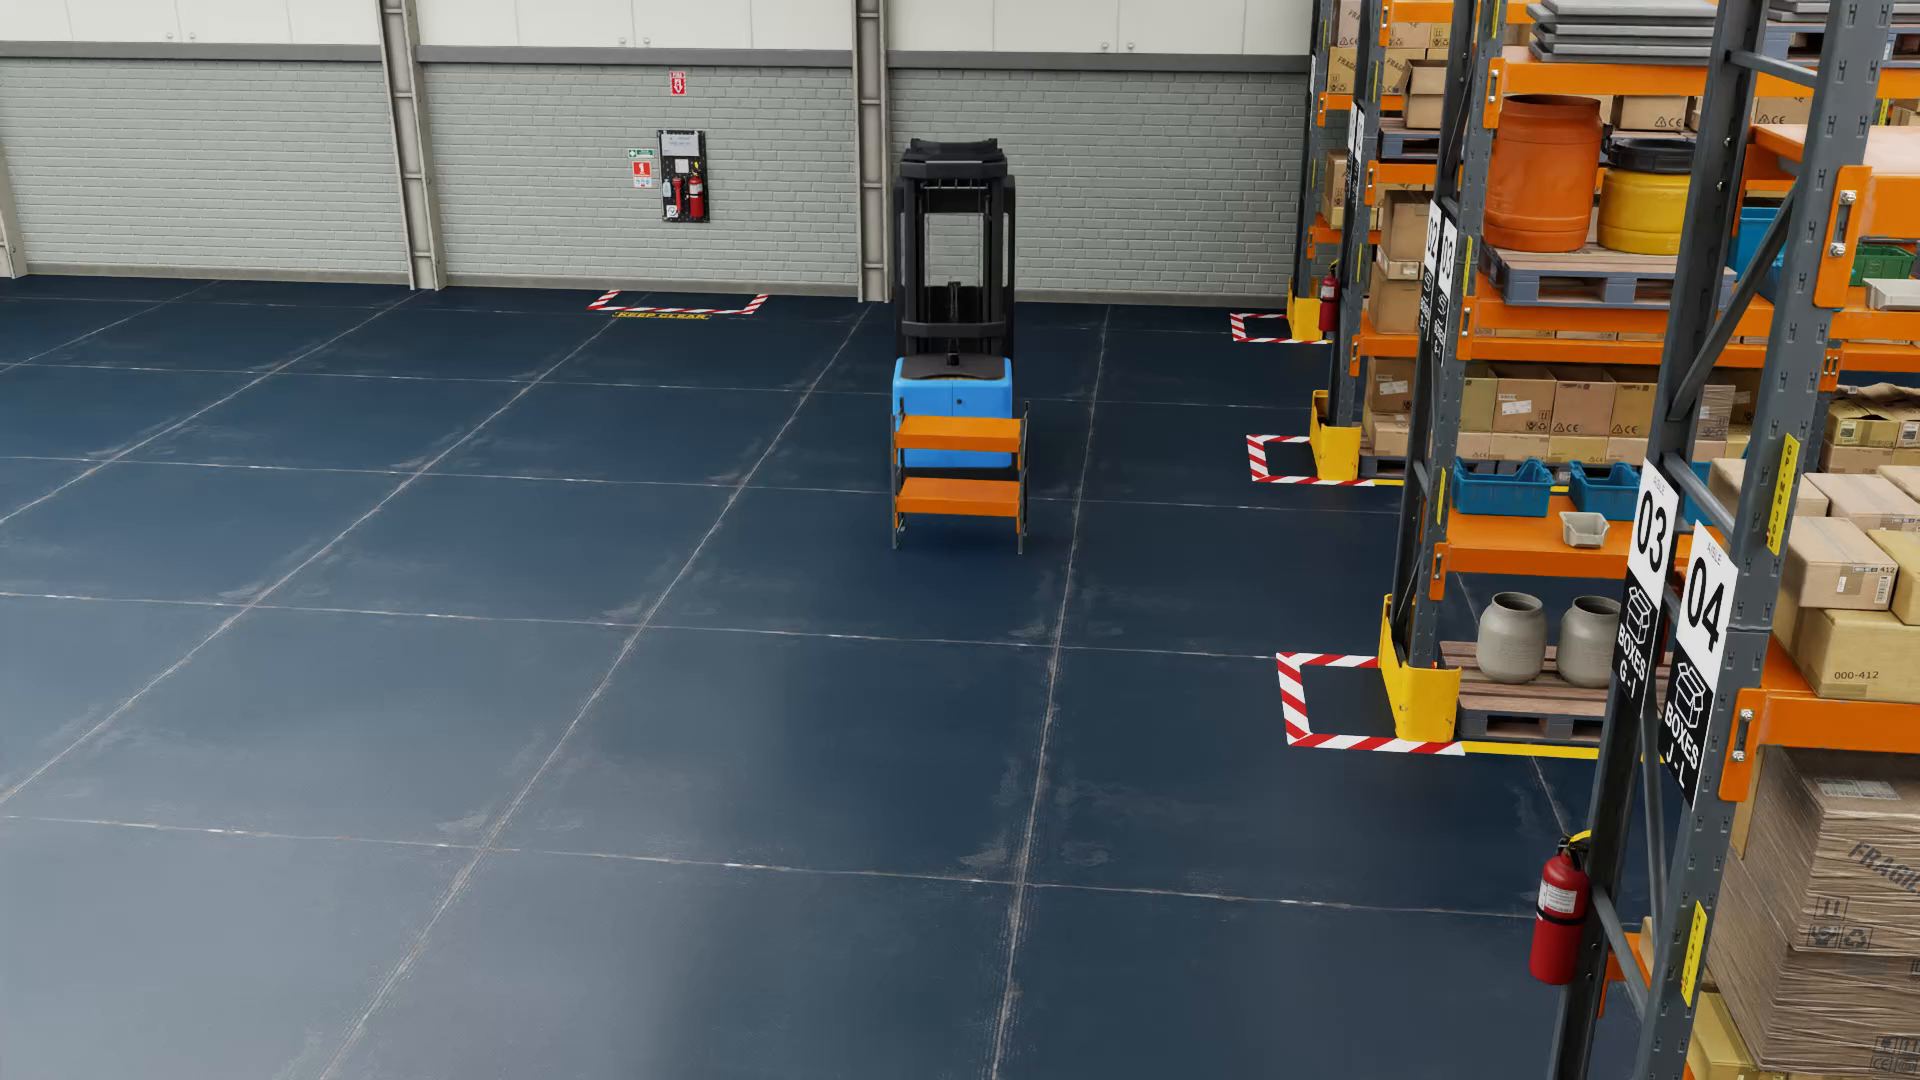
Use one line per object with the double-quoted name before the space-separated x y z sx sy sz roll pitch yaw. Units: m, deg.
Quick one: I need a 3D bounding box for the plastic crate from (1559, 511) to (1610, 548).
"plastic crate" 3.755 -0.052 10.009 0.250 0.136 0.298 2 22 6

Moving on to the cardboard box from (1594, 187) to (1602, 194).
"cardboard box" 7.040 -3.990 18.768 0.500 0.500 0.500 2 22 6

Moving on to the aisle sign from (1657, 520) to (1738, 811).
"aisle sign" 2.224 0.376 5.033 0.004 0.787 0.394 2 22 6

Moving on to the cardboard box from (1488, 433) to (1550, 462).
"cardboard box" 4.990 -0.909 14.987 0.500 0.250 0.500 2 22 6

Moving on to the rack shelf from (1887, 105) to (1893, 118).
"rack shelf" 10.028 -4.748 18.429 4.000 0.370 1.077 2 22 6

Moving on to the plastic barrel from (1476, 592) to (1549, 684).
"plastic barrel" 3.567 0.632 10.734 0.421 0.512 0.421 0 22 0

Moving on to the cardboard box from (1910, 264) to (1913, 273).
"cardboard box" 10.735 -3.052 19.021 0.500 0.250 0.500 3 22 7

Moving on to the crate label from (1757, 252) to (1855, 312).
"crate label" 4.724 -1.455 9.321 0.408 0.251 0.502 2 22 6

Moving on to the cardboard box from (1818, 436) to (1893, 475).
"cardboard box" 7.834 -0.774 14.647 0.500 0.250 0.500 2 22 5

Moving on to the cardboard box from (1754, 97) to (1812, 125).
"cardboard box" 6.994 -3.786 14.117 0.500 0.500 0.500 4 22 11

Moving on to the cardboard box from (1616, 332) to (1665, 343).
"cardboard box" 5.999 -2.073 14.626 0.500 0.500 0.700 3 22 7

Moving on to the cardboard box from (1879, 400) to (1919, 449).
"cardboard box" 8.340 -1.011 14.482 0.500 0.311 0.500 2 22 6

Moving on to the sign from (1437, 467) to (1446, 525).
"sign" 2.835 -0.258 9.797 0.005 0.325 0.100 2 22 6

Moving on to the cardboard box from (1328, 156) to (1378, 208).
"cardboard box" 4.509 -4.105 19.061 0.500 0.500 0.500 3 22 6

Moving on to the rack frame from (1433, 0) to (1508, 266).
"rack frame" 2.904 -3.120 9.252 0.127 3.000 1.000 2 22 6

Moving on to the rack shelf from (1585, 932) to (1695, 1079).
"rack shelf" 4.307 1.899 5.695 4.000 0.370 1.077 2 22 6

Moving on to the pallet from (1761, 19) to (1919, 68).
"pallet" 4.839 -2.751 9.119 1.213 0.211 1.003 2 22 6

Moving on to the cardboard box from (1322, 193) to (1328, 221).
"cardboard box" 4.557 -3.938 19.656 0.500 0.250 0.500 3 22 7

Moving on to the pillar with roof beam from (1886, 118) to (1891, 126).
"pillar with roof beam" 10.319 -5.191 14.491 0.400 9.000 9.100 2 22 6

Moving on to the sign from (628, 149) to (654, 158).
"sign" -4.074 -4.935 21.232 0.331 0.109 0.001 2 22 6

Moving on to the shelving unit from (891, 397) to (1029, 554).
"shelving unit" 0.007 -0.523 13.392 1.048 1.125 0.538 2 22 6

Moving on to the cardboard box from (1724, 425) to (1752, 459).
"cardboard box" 6.977 -0.822 14.769 0.500 0.250 0.500 2 22 6

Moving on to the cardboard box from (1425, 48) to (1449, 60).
"cardboard box" 5.418 -5.235 18.519 0.500 0.500 0.500 4 22 9

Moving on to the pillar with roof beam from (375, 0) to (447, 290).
"pillar with roof beam" -7.556 -5.970 16.461 0.400 9.000 9.100 2 22 6

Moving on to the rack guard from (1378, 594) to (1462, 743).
"rack guard" 2.985 0.818 10.850 0.348 0.500 1.175 2 22 6

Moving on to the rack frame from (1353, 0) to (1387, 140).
"rack frame" 3.491 -4.929 13.826 0.127 3.000 1.000 2 22 6

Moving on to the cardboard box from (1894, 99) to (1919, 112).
"cardboard box" 8.071 -3.794 13.649 0.500 0.500 0.500 3 22 7

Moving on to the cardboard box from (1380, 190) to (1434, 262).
"cardboard box" 4.005 -2.761 14.604 0.500 0.500 0.700 3 22 6

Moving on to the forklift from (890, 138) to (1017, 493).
"forklift" -0.046 -2.250 15.305 1.130 2.935 3.031 0 22 1

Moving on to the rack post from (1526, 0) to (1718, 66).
"rack post" 3.640 -2.809 9.144 0.954 0.300 0.937 5 22 12

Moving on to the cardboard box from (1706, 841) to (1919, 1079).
"cardboard box" 2.864 1.327 5.623 0.500 0.500 0.875 2 22 6

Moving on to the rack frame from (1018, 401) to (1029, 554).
"rack frame" 0.512 -0.501 13.336 0.032 1.125 0.500 2 22 6

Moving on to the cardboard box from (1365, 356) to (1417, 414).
"cardboard box" 4.058 -1.489 15.436 0.500 0.500 0.500 2 22 6

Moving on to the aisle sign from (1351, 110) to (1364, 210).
"aisle sign" 3.389 -3.239 14.176 0.004 0.787 0.394 2 22 6

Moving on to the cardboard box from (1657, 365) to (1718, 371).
"cardboard box" 6.542 -1.384 15.169 0.500 0.500 0.500 2 22 6

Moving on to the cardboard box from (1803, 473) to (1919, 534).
"cardboard box" 2.878 -0.080 5.305 0.250 0.149 0.380 2 22 5

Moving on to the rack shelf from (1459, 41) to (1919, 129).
"rack shelf" 4.890 -2.513 9.239 4.000 0.370 1.077 2 22 6

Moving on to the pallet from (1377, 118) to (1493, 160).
"pallet" 4.190 -3.452 14.293 1.213 0.211 1.003 2 22 6

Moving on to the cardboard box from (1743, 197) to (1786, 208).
"cardboard box" 7.022 -2.632 14.277 0.500 0.500 0.700 3 22 7

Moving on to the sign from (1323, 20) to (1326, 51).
"sign" 4.006 -5.551 18.291 0.005 0.325 0.100 2 22 6

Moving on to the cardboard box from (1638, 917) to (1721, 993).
"cardboard box" 2.628 1.532 5.987 0.250 0.149 0.380 2 22 6

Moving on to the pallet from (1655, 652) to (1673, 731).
"pallet" 4.999 1.043 10.673 1.213 0.211 1.003 2 22 6

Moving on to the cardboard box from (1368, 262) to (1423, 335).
"cardboard box" 3.953 -2.160 14.848 0.500 0.500 0.700 3 22 6

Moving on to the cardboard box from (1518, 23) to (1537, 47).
"cardboard box" 6.447 -5.651 18.212 0.500 0.500 0.500 2 22 4

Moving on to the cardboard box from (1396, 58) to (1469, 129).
"cardboard box" 4.061 -3.816 14.189 0.637 0.503 0.797 4 22 10

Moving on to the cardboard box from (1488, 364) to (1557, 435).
"cardboard box" 4.992 -1.262 14.860 0.500 0.500 0.500 2 22 6

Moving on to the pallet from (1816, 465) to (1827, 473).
"pallet" 8.199 -0.651 14.960 1.213 0.211 1.003 2 22 6
